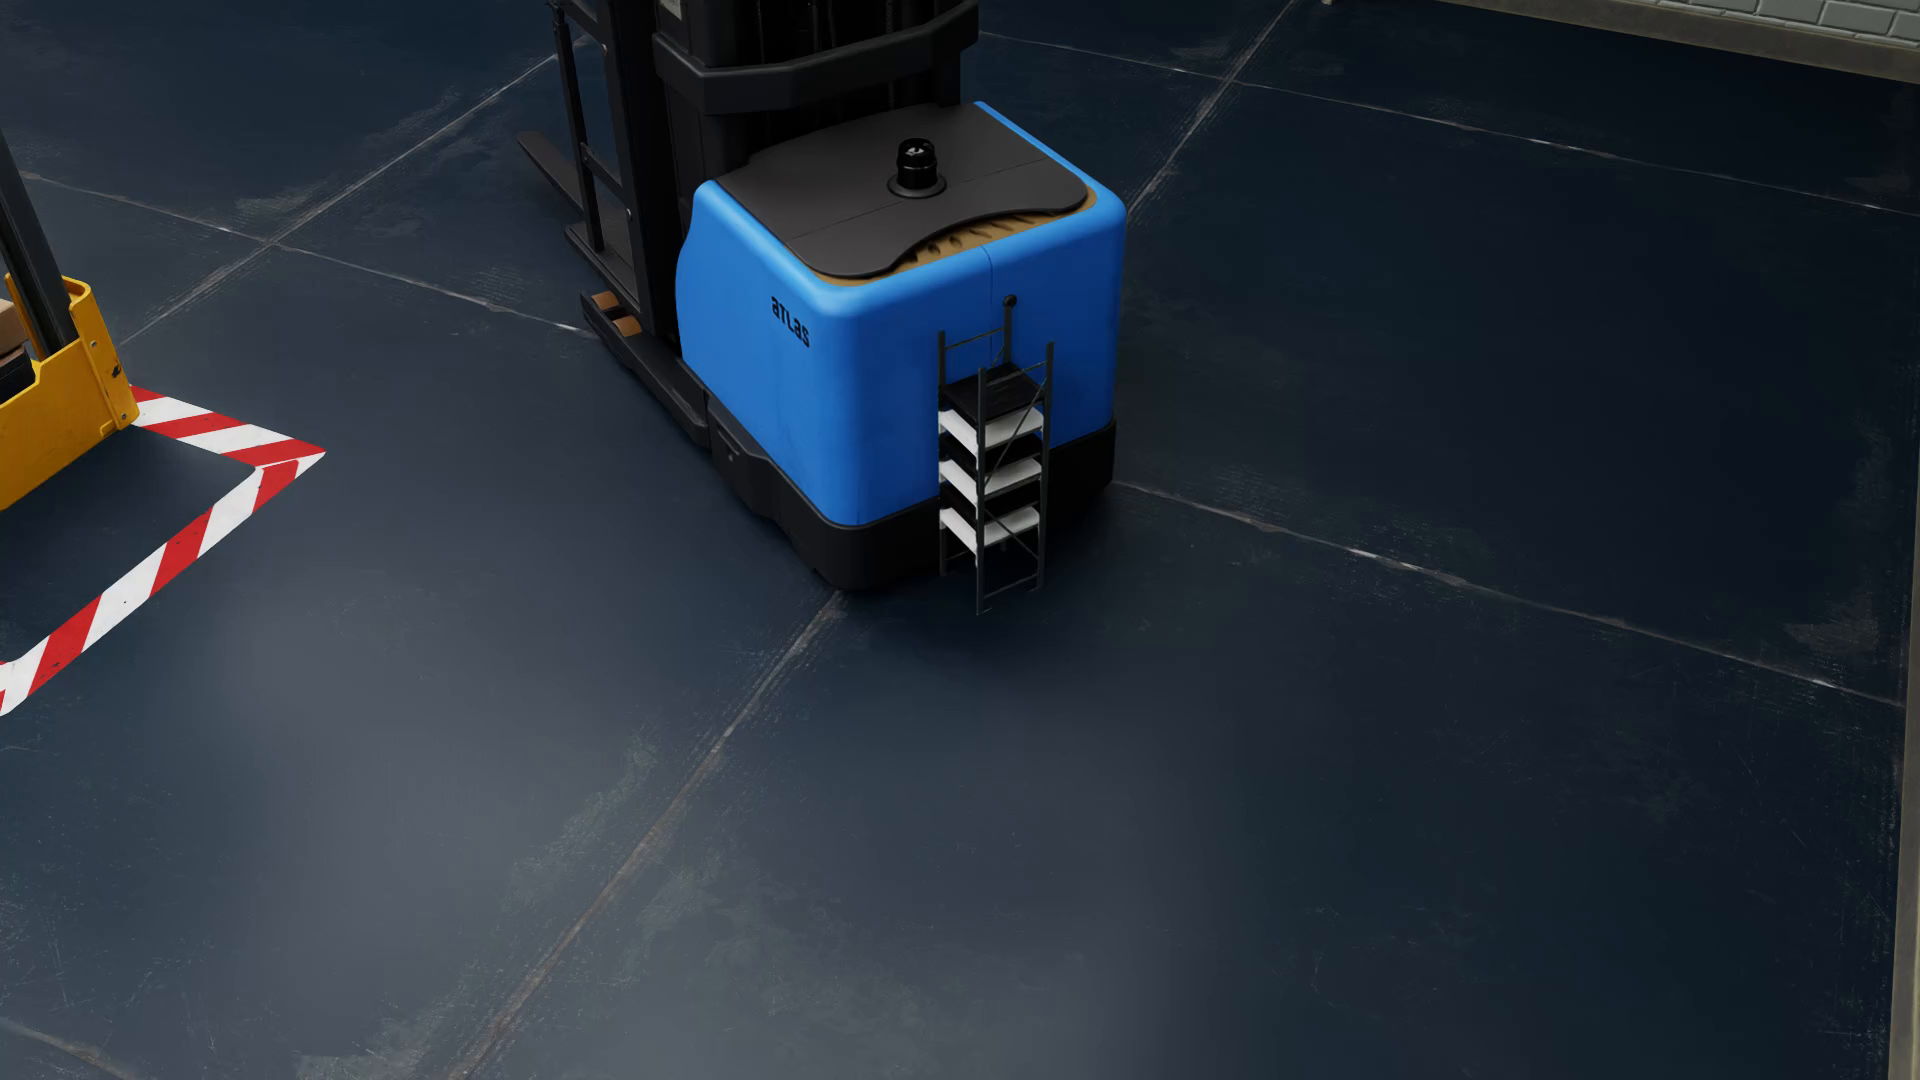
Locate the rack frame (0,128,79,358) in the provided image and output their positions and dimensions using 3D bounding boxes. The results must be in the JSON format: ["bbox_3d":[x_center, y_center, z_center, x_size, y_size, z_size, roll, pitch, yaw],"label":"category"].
[{"bbox_3d":[-3.148,-1.261,4.414,0.127,3.000,1.000,17,44,19],"label":"rack frame"}]

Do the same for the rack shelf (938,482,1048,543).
[{"bbox_3d":[0.097,-0.118,4.887,0.258,0.077,0.200,-23,46,-24],"label":"rack shelf"}]

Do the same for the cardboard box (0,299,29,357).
[{"bbox_3d":[-3.383,-0.670,5.573,0.250,0.149,0.380,17,44,19],"label":"cardboard box"}]

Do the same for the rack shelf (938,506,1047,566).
[{"bbox_3d":[0.097,-0.050,4.946,0.258,0.077,0.200,-23,46,-24],"label":"rack shelf"}]

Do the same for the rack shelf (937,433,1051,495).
[{"bbox_3d":[0.097,-0.254,4.769,0.258,0.077,0.200,-23,46,-24],"label":"rack shelf"}]

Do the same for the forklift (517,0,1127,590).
[{"bbox_3d":[-0.725,-1.896,5.200,1.130,2.935,3.031,-23,46,-24],"label":"forklift"}]

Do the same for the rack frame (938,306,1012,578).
[{"bbox_3d":[0.042,-0.267,4.871,0.240,0.900,0.006,-23,46,-24],"label":"rack frame"}]

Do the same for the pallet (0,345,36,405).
[{"bbox_3d":[-3.940,-0.448,5.606,1.213,0.211,1.003,17,44,19],"label":"pallet"}]

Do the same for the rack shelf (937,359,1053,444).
[{"bbox_3d":[0.097,-0.390,4.651,0.258,0.077,0.200,-23,46,-24],"label":"rack shelf"}]

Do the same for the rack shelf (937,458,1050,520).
[{"bbox_3d":[0.097,-0.186,4.828,0.258,0.077,0.200,-23,46,-24],"label":"rack shelf"}]

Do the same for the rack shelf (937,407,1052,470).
[{"bbox_3d":[0.097,-0.322,4.710,0.258,0.077,0.200,-23,46,-24],"label":"rack shelf"}]

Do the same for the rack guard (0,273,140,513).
[{"bbox_3d":[-3.217,-0.337,5.257,0.348,0.500,1.175,17,44,19],"label":"rack guard"}]

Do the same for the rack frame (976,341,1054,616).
[{"bbox_3d":[0.152,-0.155,4.742,0.240,0.900,0.006,-23,46,-24],"label":"rack frame"}]

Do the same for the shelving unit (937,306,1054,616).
[{"bbox_3d":[0.097,-0.211,4.806,0.258,0.900,0.210,-23,46,-24],"label":"shelving unit"}]
